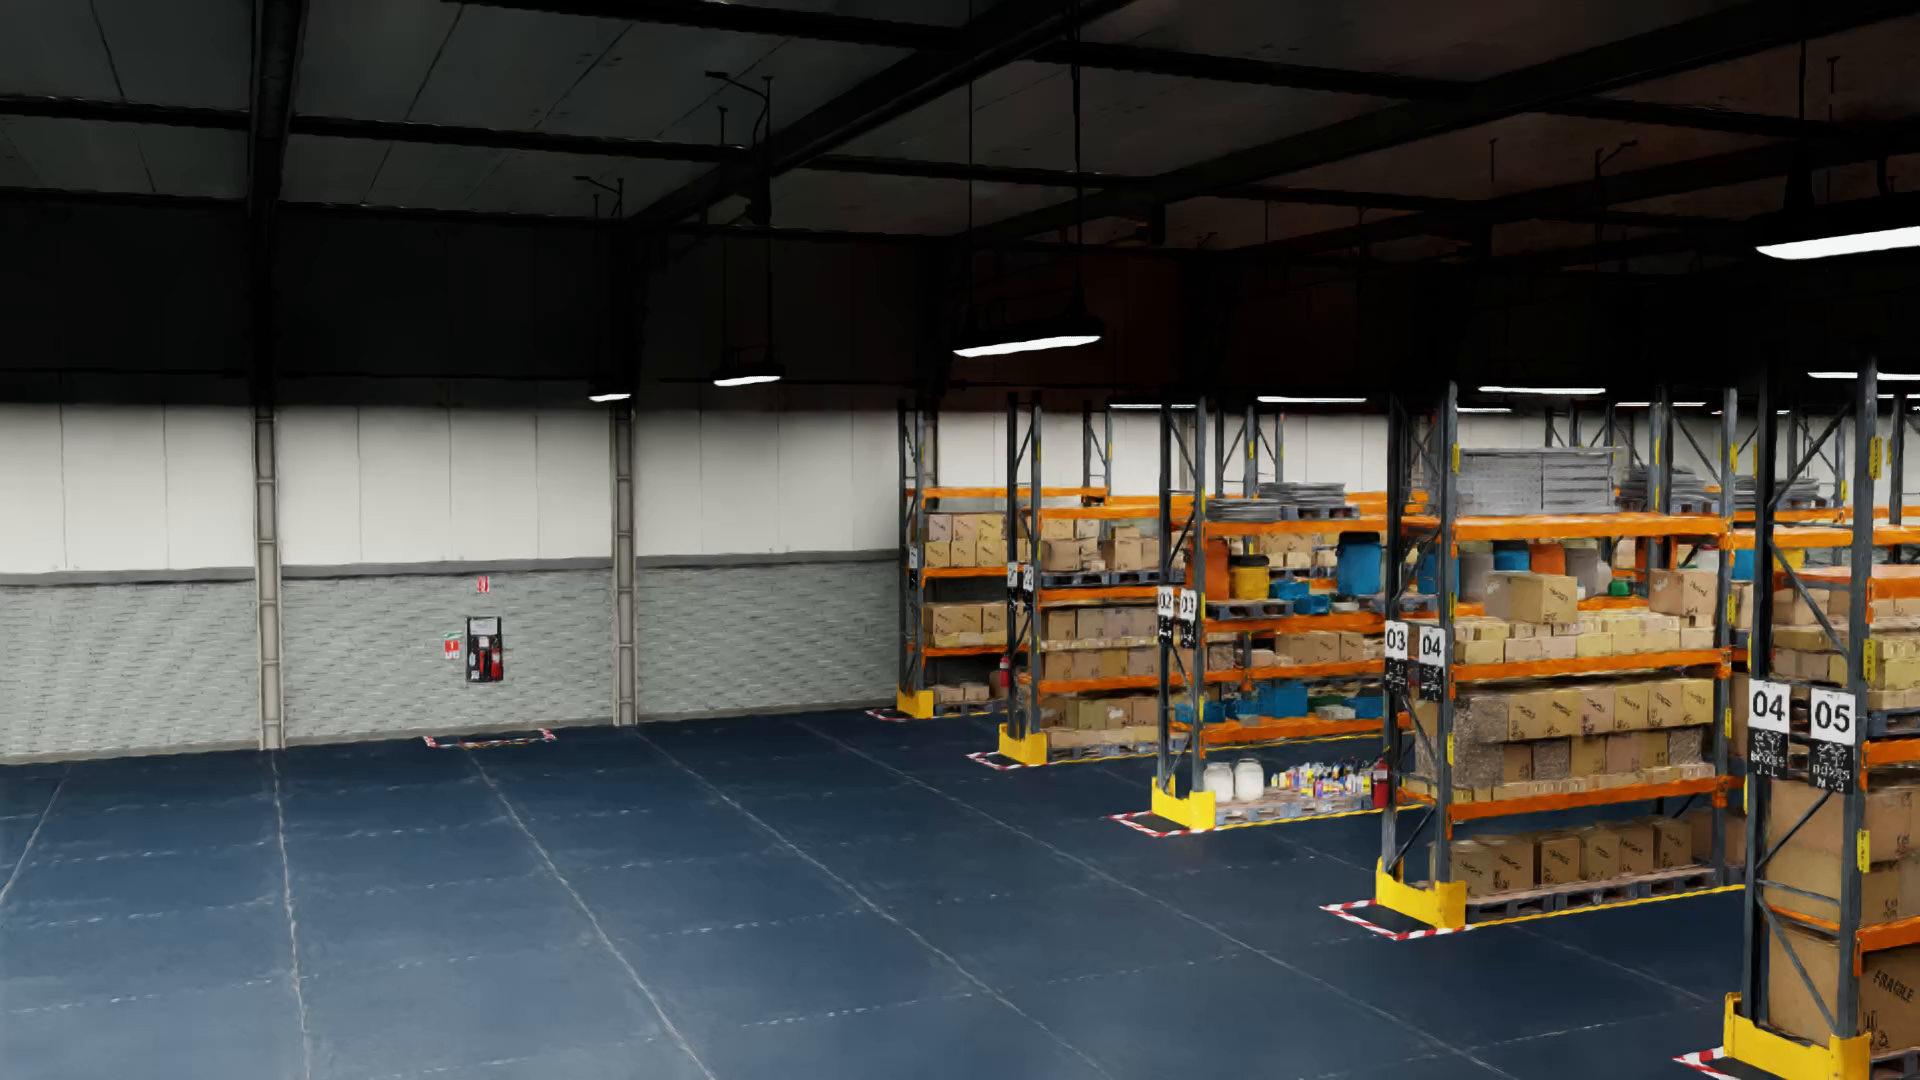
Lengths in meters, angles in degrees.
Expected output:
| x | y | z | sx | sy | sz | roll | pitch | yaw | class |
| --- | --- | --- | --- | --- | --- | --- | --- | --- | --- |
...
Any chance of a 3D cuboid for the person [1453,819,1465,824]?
| x | y | z | sx | sy | sz | roll | pitch | yaw | class |
| --- | --- | --- | --- | --- | --- | --- | --- | --- | --- |
| 6.908 | 3.056 | 22.656 | 0.957 | 1.533 | 0.411 | -2 | 4 | -32 | person |
